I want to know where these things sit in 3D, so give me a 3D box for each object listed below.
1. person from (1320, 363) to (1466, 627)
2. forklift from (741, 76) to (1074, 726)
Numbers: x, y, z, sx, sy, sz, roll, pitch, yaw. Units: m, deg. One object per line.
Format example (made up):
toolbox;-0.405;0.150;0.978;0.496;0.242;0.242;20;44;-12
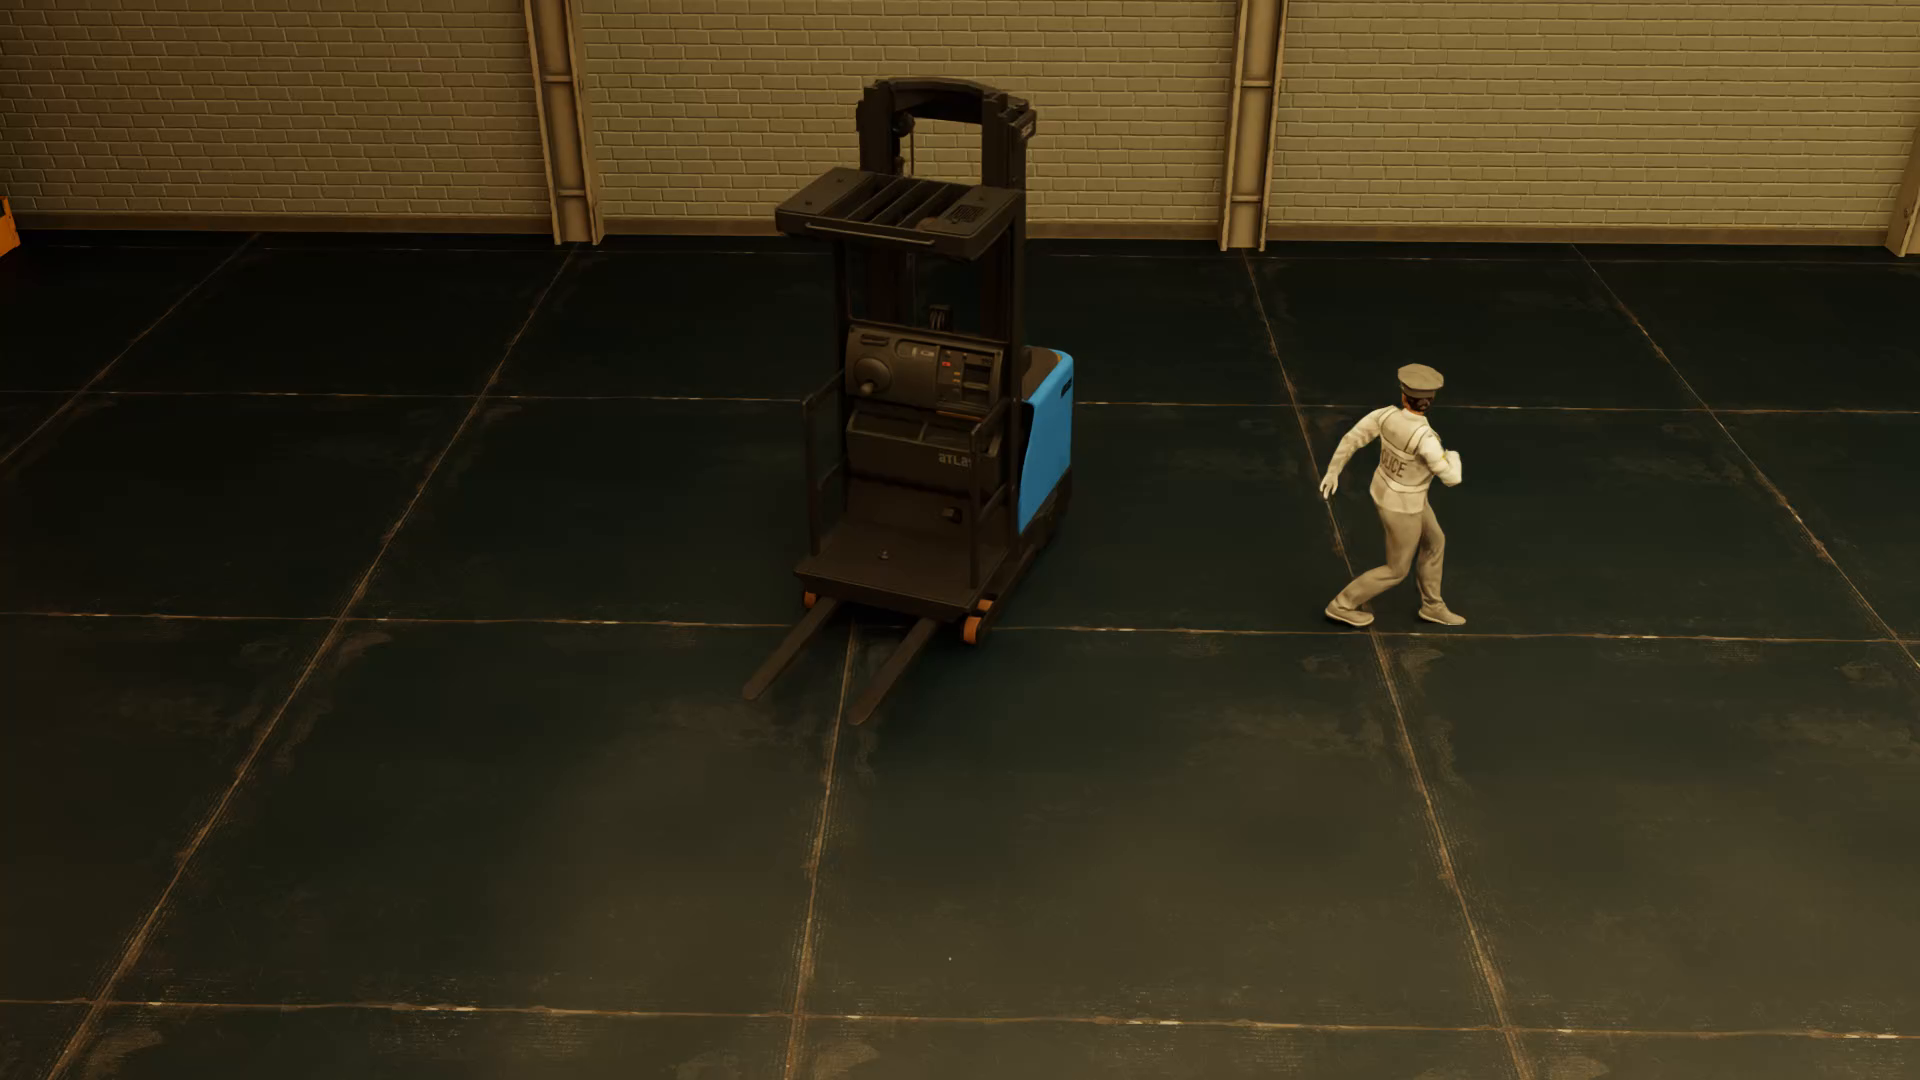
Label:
person;2.501;-0.213;9.338;0.897;1.611;0.506;-2;31;-4
forklift;-0.282;-0.904;9.147;1.130;2.935;3.031;11;32;18
